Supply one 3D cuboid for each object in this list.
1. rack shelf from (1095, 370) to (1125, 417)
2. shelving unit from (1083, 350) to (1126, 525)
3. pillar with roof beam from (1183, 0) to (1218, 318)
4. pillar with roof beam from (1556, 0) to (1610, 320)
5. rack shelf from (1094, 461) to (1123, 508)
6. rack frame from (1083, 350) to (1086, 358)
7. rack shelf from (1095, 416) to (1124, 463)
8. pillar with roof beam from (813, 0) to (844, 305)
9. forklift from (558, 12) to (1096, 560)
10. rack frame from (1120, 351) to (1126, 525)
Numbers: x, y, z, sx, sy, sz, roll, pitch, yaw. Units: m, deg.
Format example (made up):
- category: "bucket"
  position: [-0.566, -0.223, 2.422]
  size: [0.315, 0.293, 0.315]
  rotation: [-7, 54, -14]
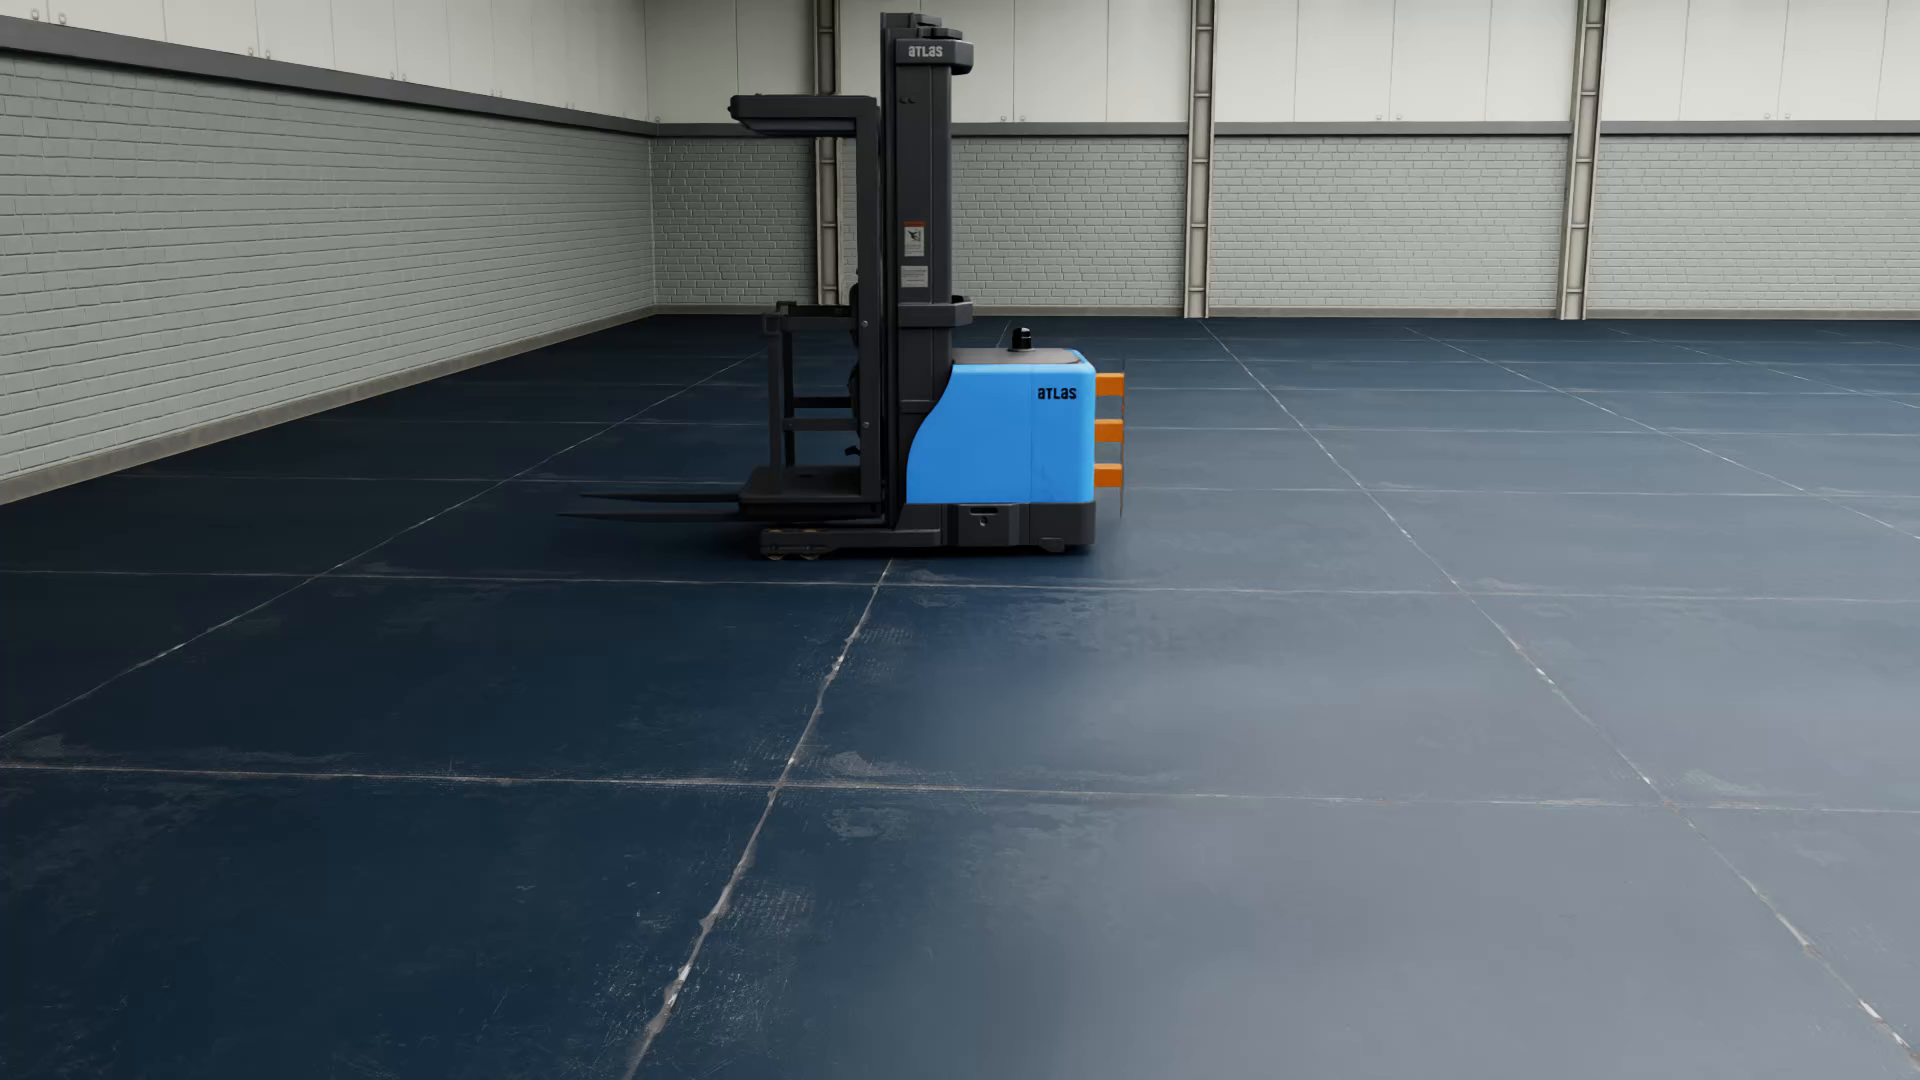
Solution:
- category: "rack shelf"
  position: [0.877, -0.895, 10.150]
  size: [0.240, 0.259, 0.215]
  rotation: [0, 12, 2]
- category: "shelving unit"
  position: [0.877, -0.628, 10.206]
  size: [0.252, 1.050, 0.215]
  rotation: [0, 12, 2]
- category: "pillar with roof beam"
  position: [3.565, -7.171, 22.073]
  size: [0.400, 9.000, 9.100]
  rotation: [1, 12, 4]
- category: "pillar with roof beam"
  position: [9.552, -7.089, 21.681]
  size: [0.400, 9.000, 9.100]
  rotation: [1, 12, 4]
- category: "rack shelf"
  position: [0.877, -0.346, 10.265]
  size: [0.240, 0.259, 0.215]
  rotation: [0, 12, 2]
- category: "rack frame"
  position: [0.755, -0.629, 10.210]
  size: [0.008, 1.050, 0.200]
  rotation: [0, 12, 2]
- category: "rack shelf"
  position: [0.877, -0.618, 10.208]
  size: [0.240, 0.259, 0.215]
  rotation: [0, 12, 2]
- category: "pillar with roof beam"
  position: [-2.422, -7.253, 22.466]
  size: [0.400, 9.000, 9.100]
  rotation: [1, 12, 4]
- category: "forklift"
  position: [-0.762, -1.436, 9.473]
  size: [3.031, 2.935, 1.130]
  rotation: [0, 12, -1]
- category: "rack frame"
  position: [0.999, -0.627, 10.201]
  size: [0.008, 1.050, 0.200]
  rotation: [0, 12, 2]
